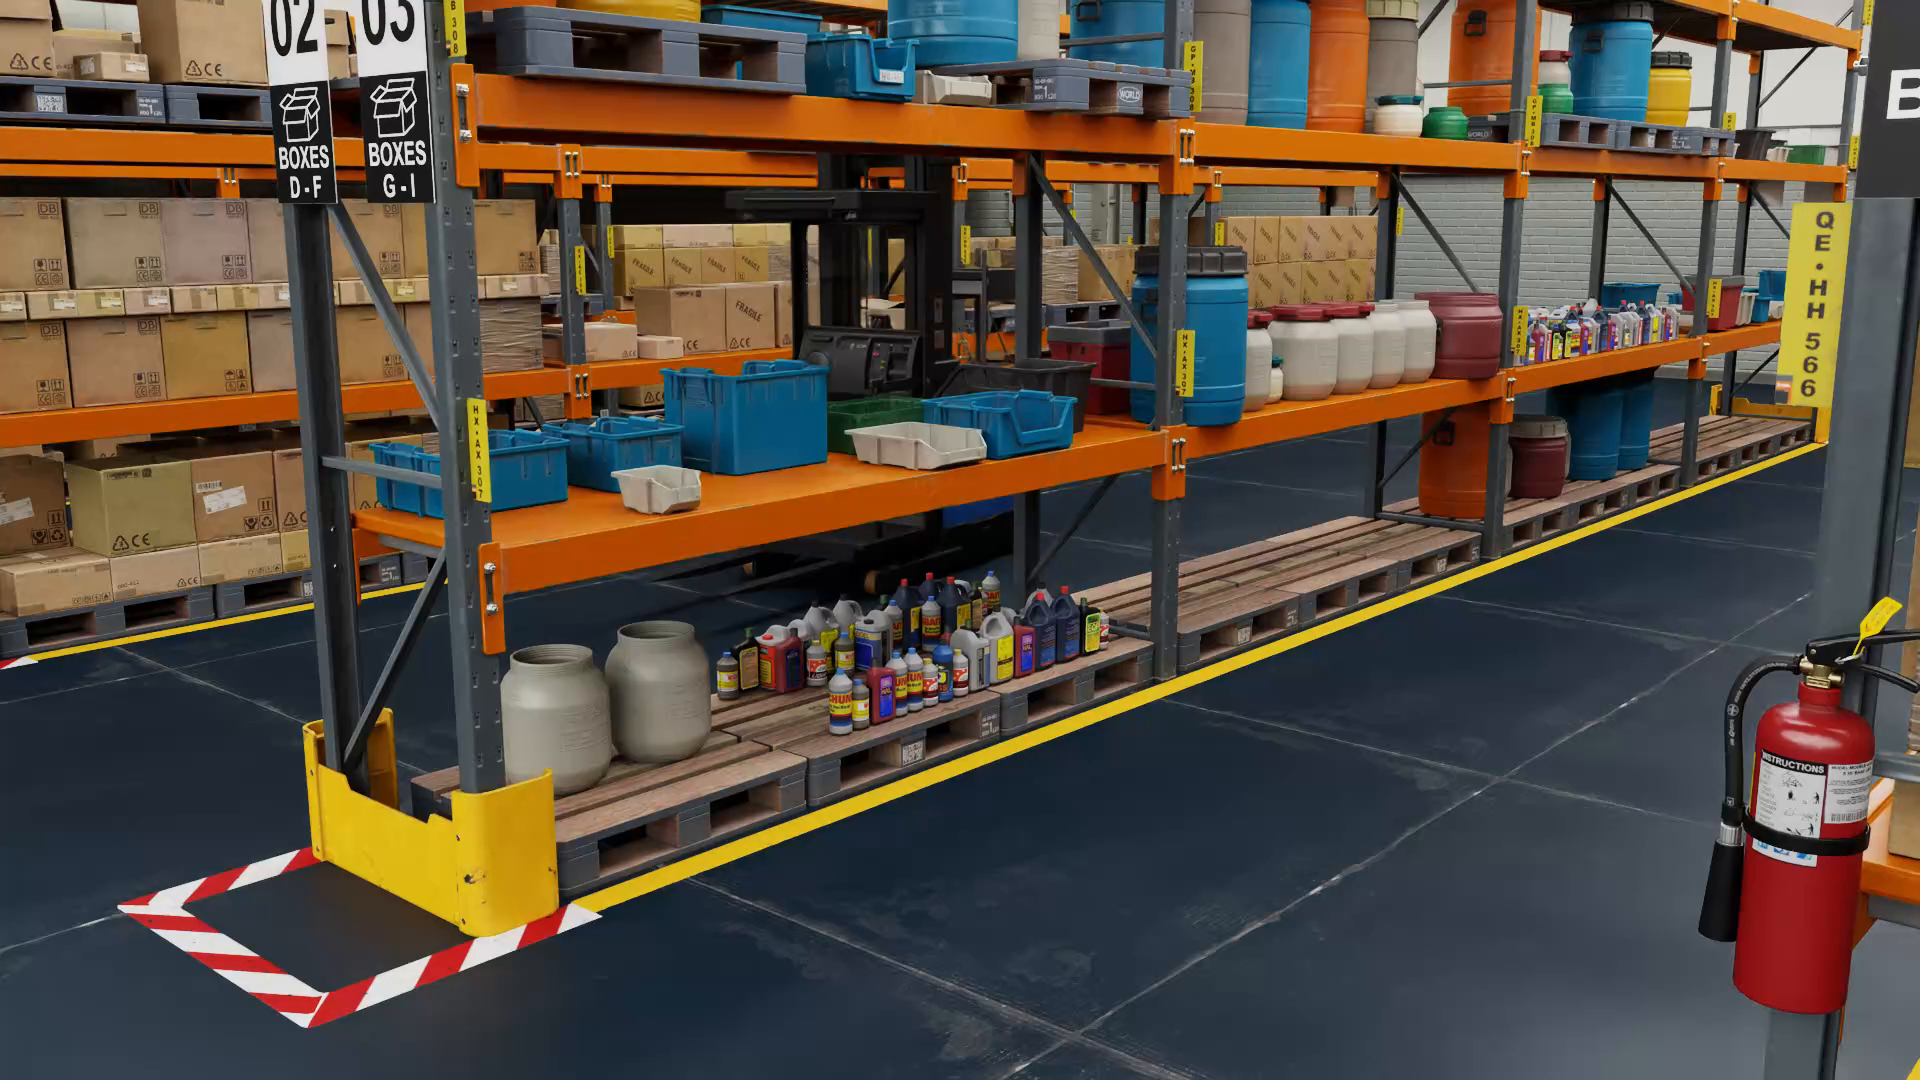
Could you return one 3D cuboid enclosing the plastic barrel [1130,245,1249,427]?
[{"bbox_3d":[1.188,-1.073,8.644,0.600,0.901,0.708,10,15,40],"label":"plastic barrel"}]

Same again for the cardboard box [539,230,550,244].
[{"bbox_3d":[-4.502,-3.158,17.327,0.380,0.149,0.250,7,13,31],"label":"cardboard box"}]

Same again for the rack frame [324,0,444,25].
[{"bbox_3d":[-1.935,-3.163,5.070,1.000,3.000,0.127,10,15,40],"label":"rack frame"}]

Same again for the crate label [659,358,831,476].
[{"bbox_3d":[-0.923,-0.544,7.185,0.502,0.435,0.616,10,15,40],"label":"crate label"}]

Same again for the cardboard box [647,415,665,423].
[{"bbox_3d":[-2.291,-0.830,13.224,0.500,0.311,0.500,10,15,40],"label":"cardboard box"}]

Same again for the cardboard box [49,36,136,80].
[{"bbox_3d":[-5.091,-2.737,9.552,0.500,0.250,0.500,10,15,40],"label":"cardboard box"}]

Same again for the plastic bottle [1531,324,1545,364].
[{"bbox_3d":[4.126,-1.405,11.884,0.061,0.283,0.133,10,15,40],"label":"plastic bottle"}]

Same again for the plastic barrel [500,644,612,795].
[{"bbox_3d":[-1.558,0.687,6.394,0.421,0.512,0.421,0,11,0],"label":"plastic barrel"}]

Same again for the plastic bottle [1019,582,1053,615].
[{"bbox_3d":[0.389,0.387,8.253,0.144,0.351,0.185,10,15,40],"label":"plastic bottle"}]

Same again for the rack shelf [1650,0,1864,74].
[{"bbox_3d":[7.307,-4.673,15.492,1.077,0.370,4.000,10,15,40],"label":"rack shelf"}]

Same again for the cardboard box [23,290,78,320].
[{"bbox_3d":[-5.060,-1.298,9.139,0.380,0.149,0.250,9,15,39],"label":"cardboard box"}]

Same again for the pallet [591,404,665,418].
[{"bbox_3d":[-3.519,-1.417,18.769,1.003,0.211,1.213,10,15,40],"label":"pallet"}]

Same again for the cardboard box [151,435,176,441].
[{"bbox_3d":[-7.067,-0.834,14.838,0.380,0.166,0.250,7,14,33],"label":"cardboard box"}]

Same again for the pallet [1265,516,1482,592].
[{"bbox_3d":[2.806,0.079,11.278,1.003,0.211,1.213,10,15,40],"label":"pallet"}]

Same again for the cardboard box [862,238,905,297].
[{"bbox_3d":[-1.085,-3.492,21.270,0.980,0.700,0.700,10,15,41],"label":"cardboard box"}]

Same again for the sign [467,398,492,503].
[{"bbox_3d":[-1.524,-0.285,5.271,0.100,0.325,0.005,10,15,40],"label":"sign"}]

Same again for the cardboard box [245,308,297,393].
[{"bbox_3d":[-4.315,-1.206,10.335,0.700,0.500,0.500,10,15,42],"label":"cardboard box"}]

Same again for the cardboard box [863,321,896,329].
[{"bbox_3d":[-0.758,-1.747,13.943,0.380,0.149,0.250,10,15,40],"label":"cardboard box"}]

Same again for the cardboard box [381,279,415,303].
[{"bbox_3d":[-3.704,-1.600,10.653,0.380,0.149,0.250,10,15,40],"label":"cardboard box"}]

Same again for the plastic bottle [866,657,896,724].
[{"bbox_3d":[-0.341,0.638,7.169,0.061,0.283,0.133,10,15,41],"label":"plastic bottle"}]

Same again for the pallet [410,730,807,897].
[{"bbox_3d":[-1.379,1.011,6.612,1.003,0.211,1.213,10,15,40],"label":"pallet"}]

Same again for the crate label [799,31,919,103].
[{"bbox_3d":[-0.451,-1.851,6.543,0.502,0.251,0.408,10,15,40],"label":"crate label"}]

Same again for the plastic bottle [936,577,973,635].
[{"bbox_3d":[-0.030,0.358,8.401,0.144,0.351,0.185,10,15,40],"label":"plastic bottle"}]

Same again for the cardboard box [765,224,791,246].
[{"bbox_3d":[-2.253,-3.589,19.540,0.500,0.250,0.500,10,15,41],"label":"cardboard box"}]

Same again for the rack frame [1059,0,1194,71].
[{"bbox_3d":[0.706,-3.751,8.017,1.000,3.000,0.127,10,15,40],"label":"rack frame"}]

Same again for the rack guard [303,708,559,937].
[{"bbox_3d":[-1.920,0.988,5.989,1.175,0.500,0.348,10,15,40],"label":"rack guard"}]

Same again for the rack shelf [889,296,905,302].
[{"bbox_3d":[-0.135,-3.209,22.454,1.077,0.370,4.000,10,15,40],"label":"rack shelf"}]

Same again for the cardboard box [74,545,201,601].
[{"bbox_3d":[-4.805,0.157,9.717,0.500,0.250,0.500,10,15,40],"label":"cardboard box"}]

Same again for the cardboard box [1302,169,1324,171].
[{"bbox_3d":[3.767,-4.285,18.729,0.500,0.250,0.500,10,15,40],"label":"cardboard box"}]

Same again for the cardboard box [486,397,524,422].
[{"bbox_3d":[-4.959,-1.495,17.297,0.700,0.500,0.500,10,15,40],"label":"cardboard box"}]

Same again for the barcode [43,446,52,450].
[{"bbox_3d":[-7.827,-0.767,14.263,0.001,0.075,0.075,10,15,40],"label":"barcode"}]

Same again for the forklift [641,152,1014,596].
[{"bbox_3d":[-0.783,-1.190,10.684,1.130,2.935,3.031,7,13,33],"label":"forklift"}]

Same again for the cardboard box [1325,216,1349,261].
[{"bbox_3d":[4.150,-3.503,19.282,0.500,0.500,0.500,10,15,42],"label":"cardboard box"}]

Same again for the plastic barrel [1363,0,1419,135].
[{"bbox_3d":[2.641,-3.022,10.743,0.600,0.901,0.600,0,11,0],"label":"plastic barrel"}]

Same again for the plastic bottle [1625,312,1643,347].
[{"bbox_3d":[5.395,-1.698,13.369,0.152,0.276,0.135,10,15,40],"label":"plastic bottle"}]

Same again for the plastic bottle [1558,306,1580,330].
[{"bbox_3d":[4.696,-1.622,12.801,0.144,0.351,0.185,10,15,40],"label":"plastic bottle"}]

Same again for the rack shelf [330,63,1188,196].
[{"bbox_3d":[-0.614,-1.633,6.908,1.077,0.370,4.000,10,15,40],"label":"rack shelf"}]

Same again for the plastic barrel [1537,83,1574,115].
[{"bbox_3d":[4.218,-3.125,11.863,0.294,0.245,0.294,0,11,0],"label":"plastic barrel"}]

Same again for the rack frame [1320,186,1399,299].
[{"bbox_3d":[4.909,-3.216,20.653,1.000,3.000,0.127,10,15,40],"label":"rack frame"}]

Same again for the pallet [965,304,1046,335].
[{"bbox_3d":[0.023,-2.053,15.323,1.213,0.211,1.003,10,15,40],"label":"pallet"}]

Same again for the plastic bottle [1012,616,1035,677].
[{"bbox_3d":[0.294,0.497,7.878,0.133,0.283,0.061,-11,16,-44],"label":"plastic bottle"}]

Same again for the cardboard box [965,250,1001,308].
[{"bbox_3d":[-0.041,-2.401,15.246,0.700,0.500,0.500,4,12,21],"label":"cardboard box"}]

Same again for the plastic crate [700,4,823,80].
[{"bbox_3d":[-0.902,-2.003,6.965,0.392,0.384,0.575,10,15,40],"label":"plastic crate"}]

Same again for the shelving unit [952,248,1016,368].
[{"bbox_3d":[0.151,-1.078,12.247,0.431,2.100,0.503,7,13,33],"label":"shelving unit"}]

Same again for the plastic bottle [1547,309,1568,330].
[{"bbox_3d":[4.898,-1.751,13.634,0.152,0.276,0.135,10,15,40],"label":"plastic bottle"}]

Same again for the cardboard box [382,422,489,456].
[{"bbox_3d":[-3.493,-0.507,11.124,0.500,0.500,0.500,10,15,40],"label":"cardboard box"}]

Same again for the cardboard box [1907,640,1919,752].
[{"bbox_3d":[2.170,0.147,2.800,0.875,0.500,0.500,10,15,40],"label":"cardboard box"}]

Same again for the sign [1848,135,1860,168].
[{"bbox_3d":[9.051,-3.926,16.816,0.100,0.325,0.005,10,15,40],"label":"sign"}]

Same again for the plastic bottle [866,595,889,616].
[{"bbox_3d":[-0.404,0.419,8.267,0.061,0.283,0.133,11,15,43],"label":"plastic bottle"}]

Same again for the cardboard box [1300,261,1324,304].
[{"bbox_3d":[3.812,-2.940,19.017,0.500,0.500,0.500,9,15,40],"label":"cardboard box"}]

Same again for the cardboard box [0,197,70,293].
[{"bbox_3d":[-5.300,-1.622,9.105,0.700,0.500,0.500,10,15,41],"label":"cardboard box"}]

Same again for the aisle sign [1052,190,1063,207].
[{"bbox_3d":[1.458,-5.102,23.461,0.394,0.787,0.004,10,15,40],"label":"aisle sign"}]

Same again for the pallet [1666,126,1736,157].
[{"bbox_3d":[5.543,-3.237,13.581,1.213,0.211,1.003,10,15,40],"label":"pallet"}]

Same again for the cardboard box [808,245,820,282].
[{"bbox_3d":[-1.900,-3.295,19.984,0.500,0.500,0.500,10,15,41],"label":"cardboard box"}]

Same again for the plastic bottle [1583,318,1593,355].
[{"bbox_3d":[4.734,-1.540,12.591,0.097,0.271,0.097,0,11,0],"label":"plastic bottle"}]
